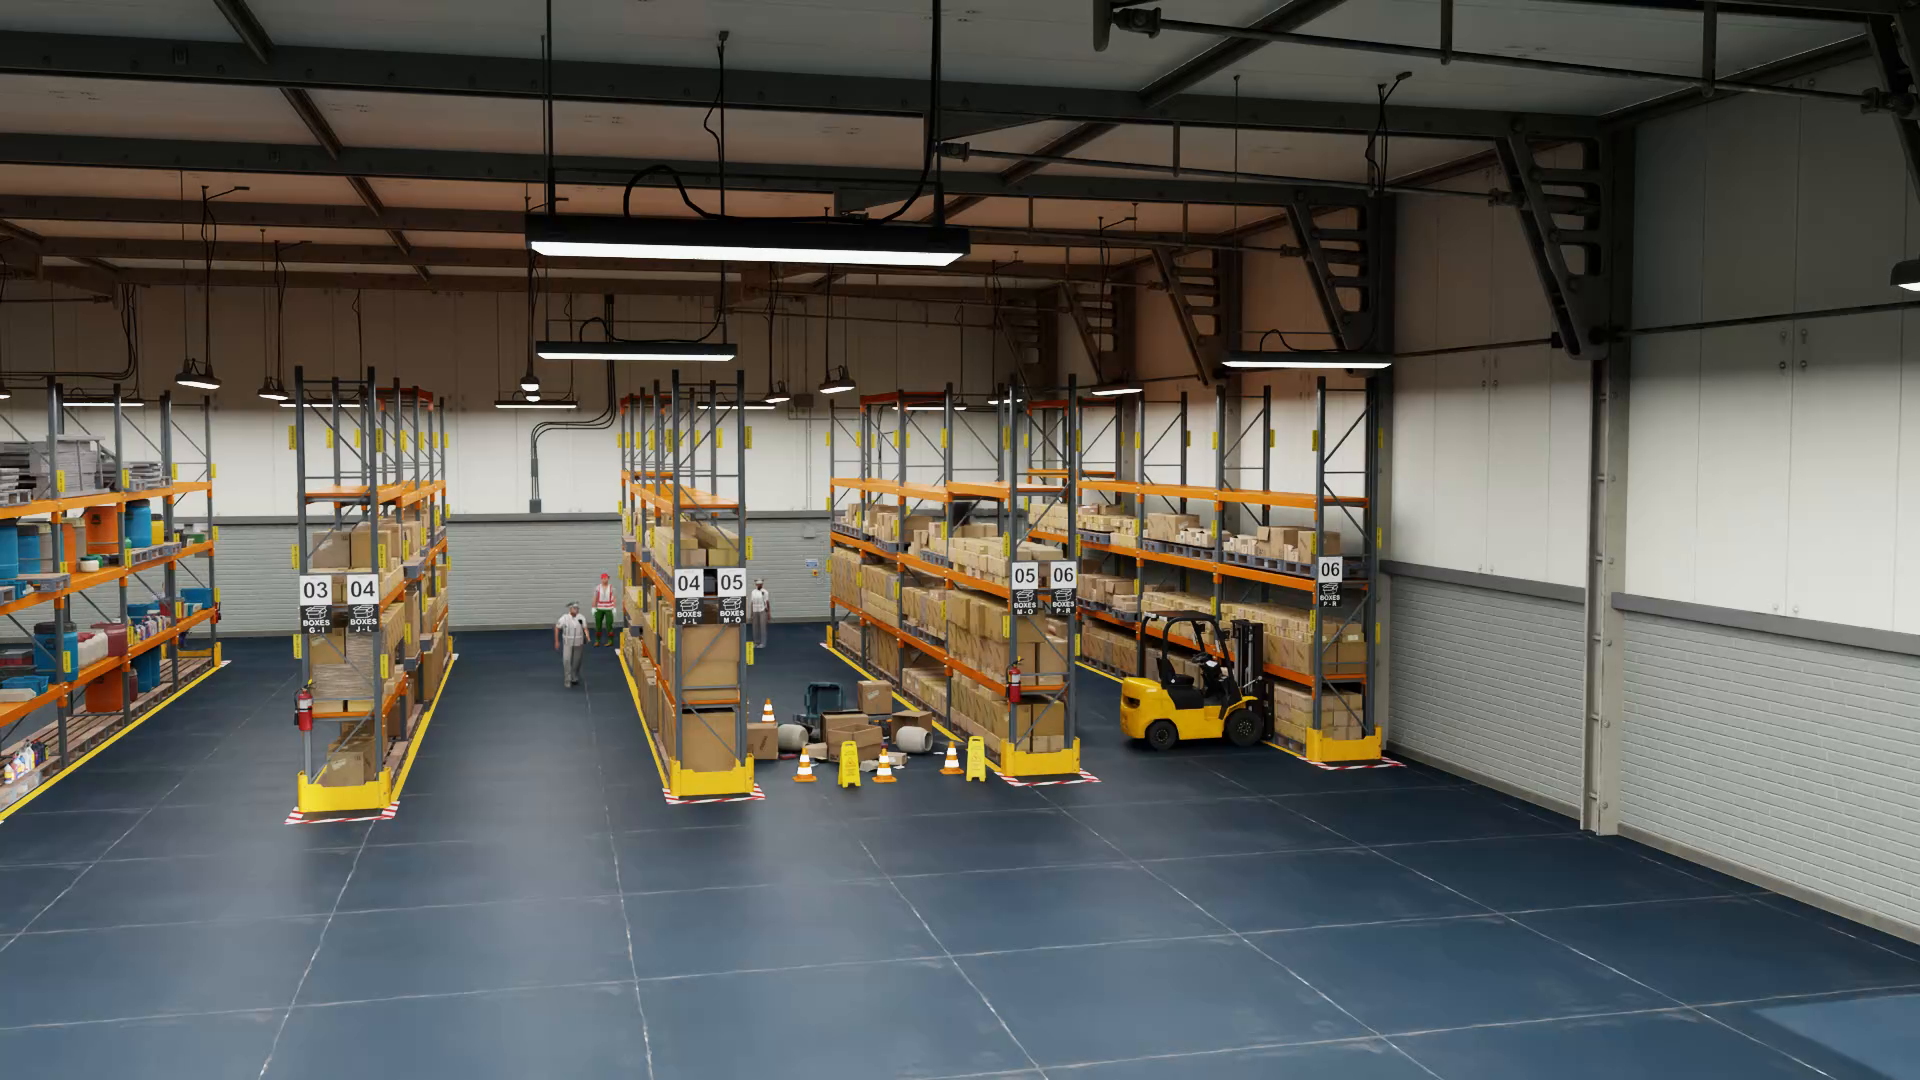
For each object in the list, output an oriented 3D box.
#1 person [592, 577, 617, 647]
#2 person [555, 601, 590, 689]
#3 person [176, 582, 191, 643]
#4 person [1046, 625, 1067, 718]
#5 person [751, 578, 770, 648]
[{"bbox_3d":[-8.658,1.724,40.481,0.575,1.741,0.420,0,3,8],"label":"person"},{"bbox_3d":[-7.909,2.123,33.961,0.708,1.768,0.976,-1,3,-12],"label":"person"},{"bbox_3d":[-18.705,1.757,39.749,0.495,1.562,0.501,0,3,-2],"label":"person"},{"bbox_3d":[1.611,2.376,29.679,0.604,1.705,0.669,-3,4,-39],"label":"person"},{"bbox_3d":[-4.849,1.777,40.237,0.550,1.720,0.368,2,4,25],"label":"person"}]
